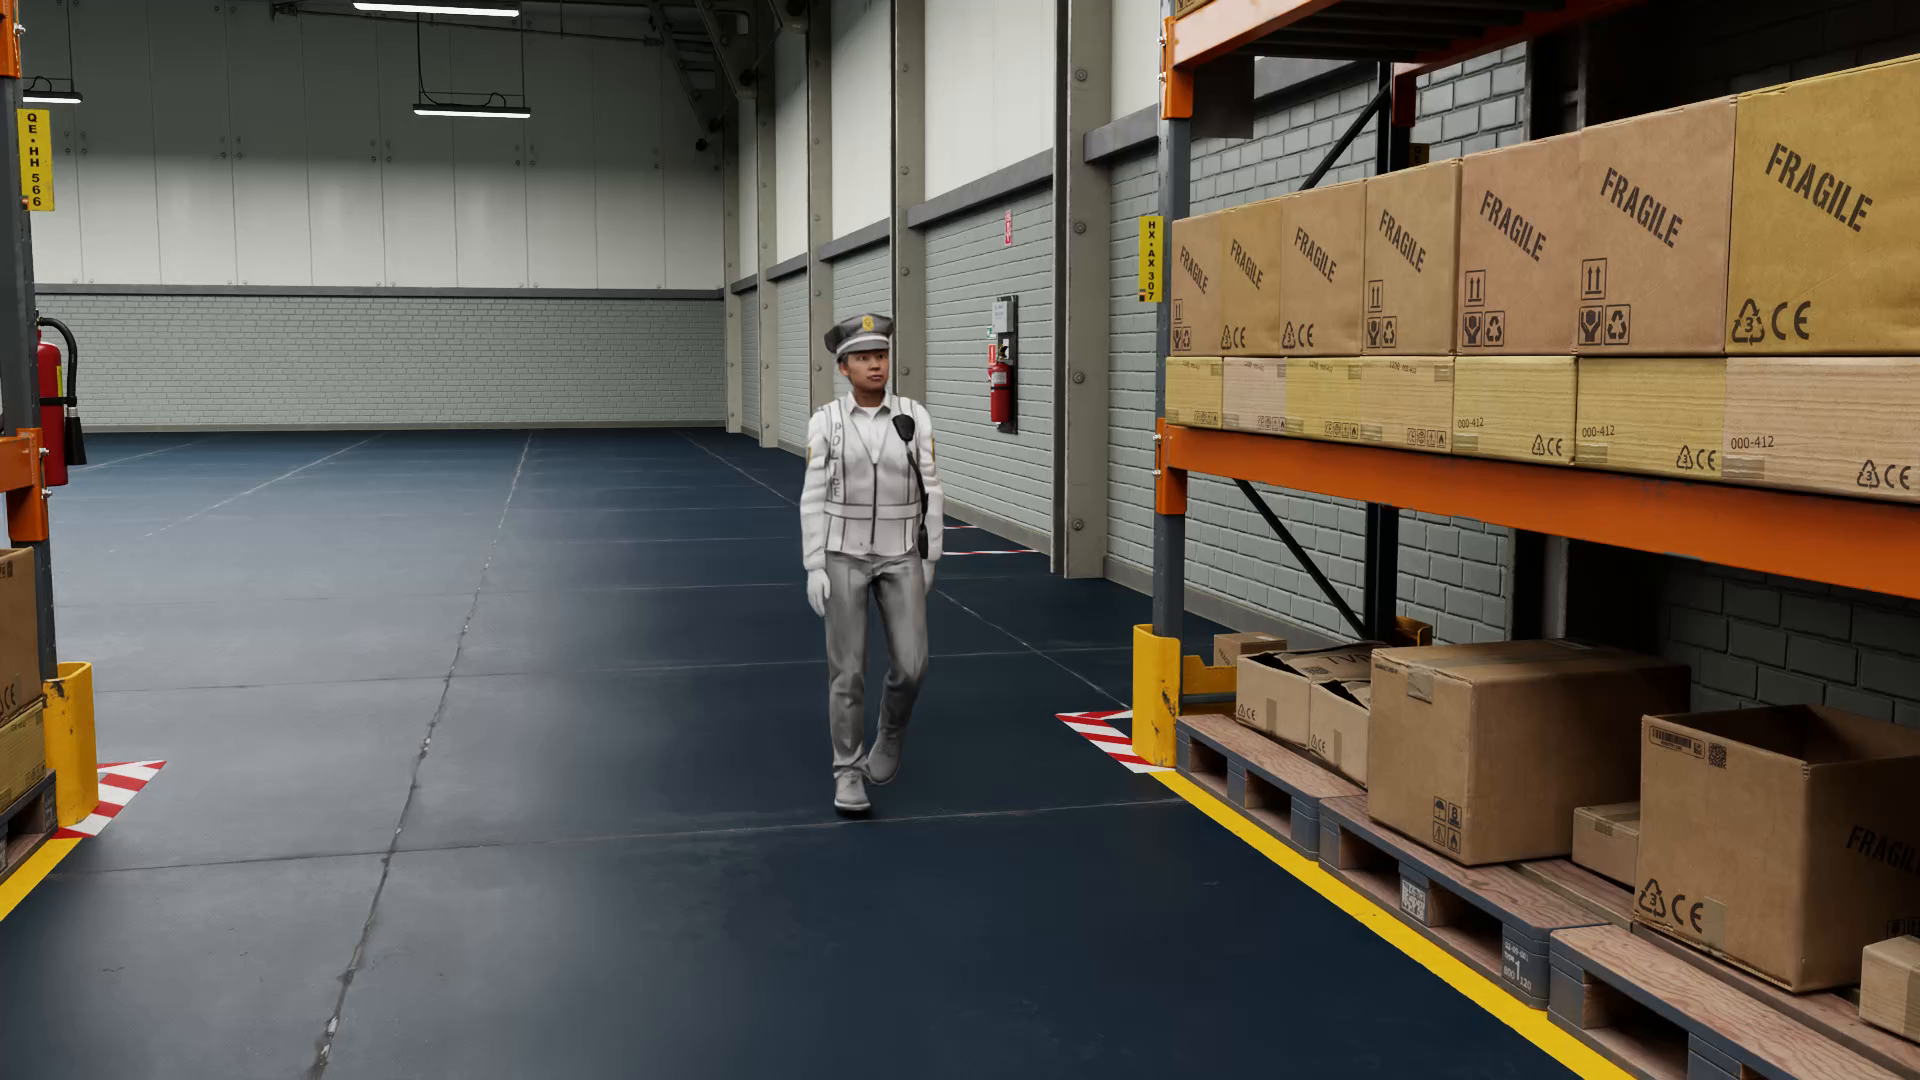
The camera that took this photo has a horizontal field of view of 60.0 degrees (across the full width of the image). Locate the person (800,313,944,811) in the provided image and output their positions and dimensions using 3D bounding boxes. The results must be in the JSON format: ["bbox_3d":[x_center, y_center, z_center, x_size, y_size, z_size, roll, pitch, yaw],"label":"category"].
[{"bbox_3d":[-0.300,0.069,5.723,0.499,1.683,0.439,-1,6,-6],"label":"person"}]
